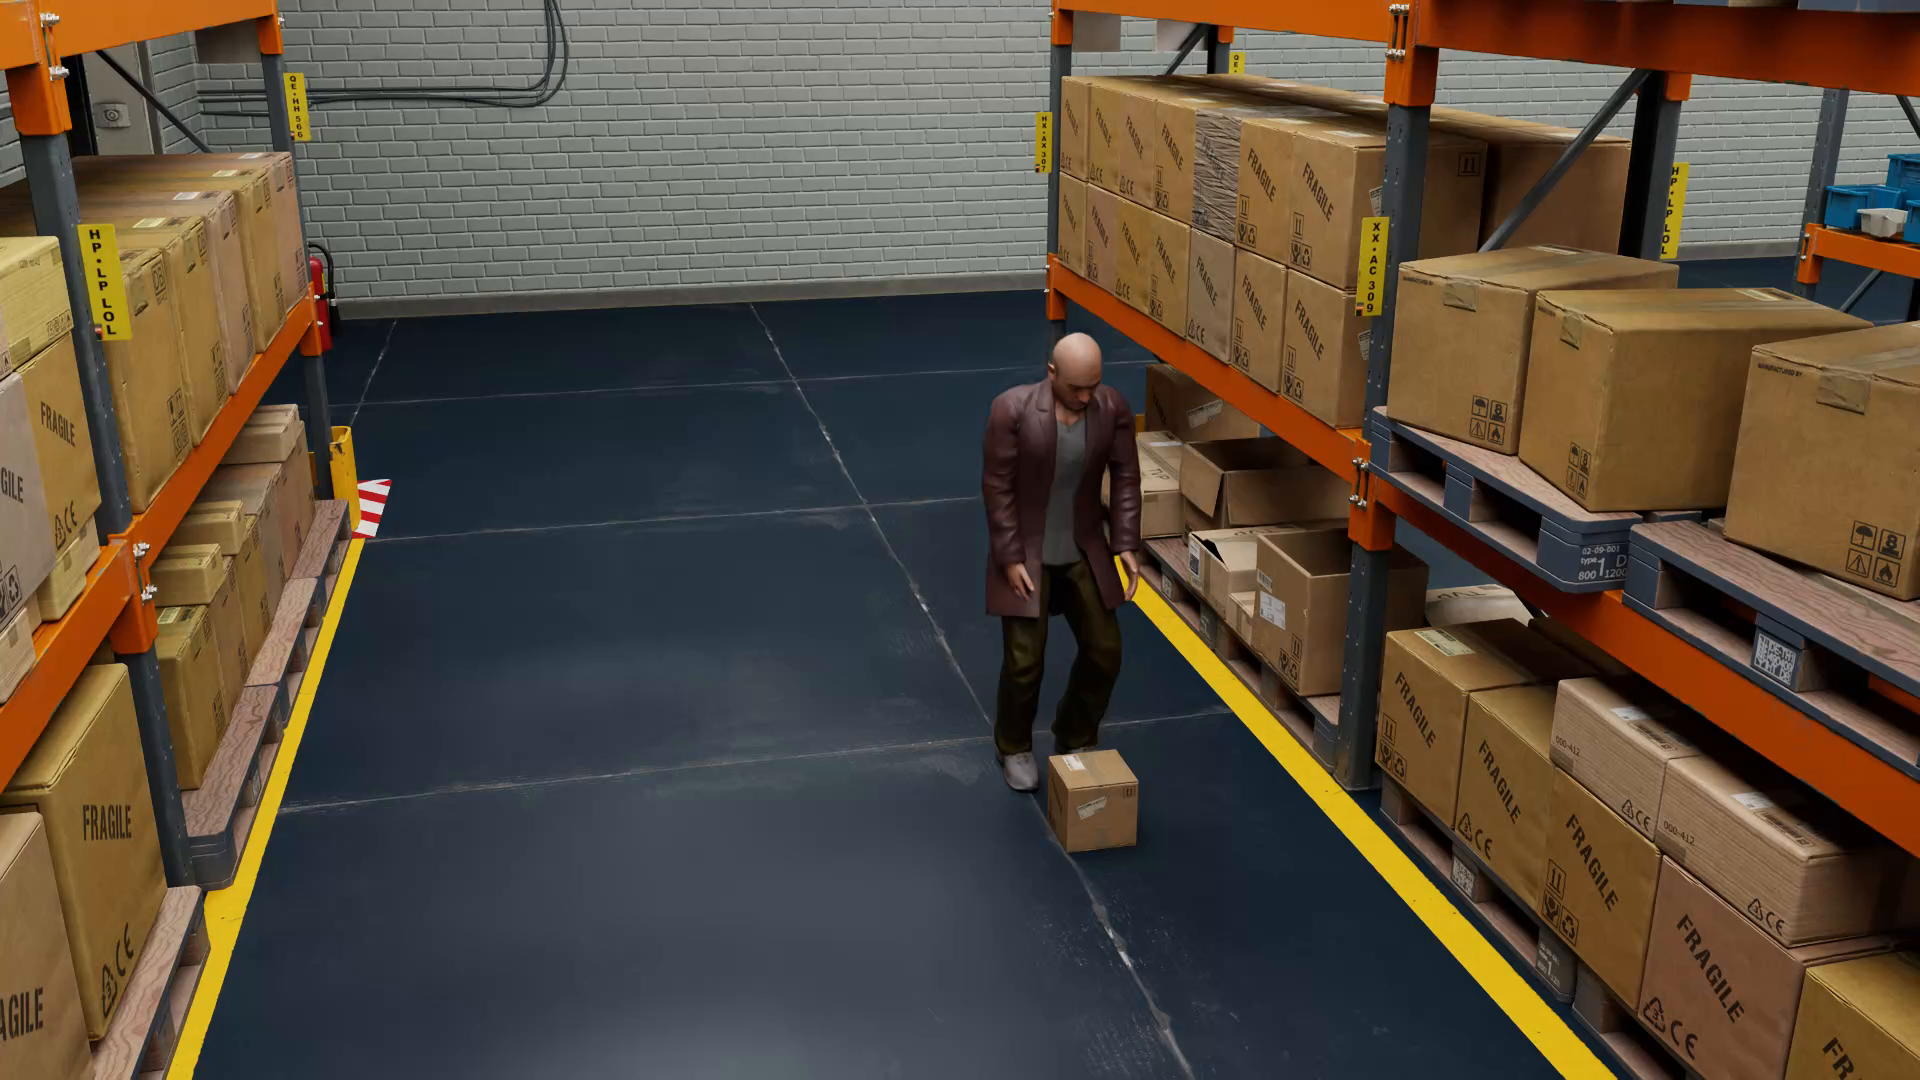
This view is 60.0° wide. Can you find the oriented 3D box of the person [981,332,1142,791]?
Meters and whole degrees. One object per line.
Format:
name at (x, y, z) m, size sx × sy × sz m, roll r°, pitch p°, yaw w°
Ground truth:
person at (0.368, 0.065, 6.046) m, size 0.599 × 1.696 × 0.466 m, roll -5°, pitch 20°, yaw -14°
